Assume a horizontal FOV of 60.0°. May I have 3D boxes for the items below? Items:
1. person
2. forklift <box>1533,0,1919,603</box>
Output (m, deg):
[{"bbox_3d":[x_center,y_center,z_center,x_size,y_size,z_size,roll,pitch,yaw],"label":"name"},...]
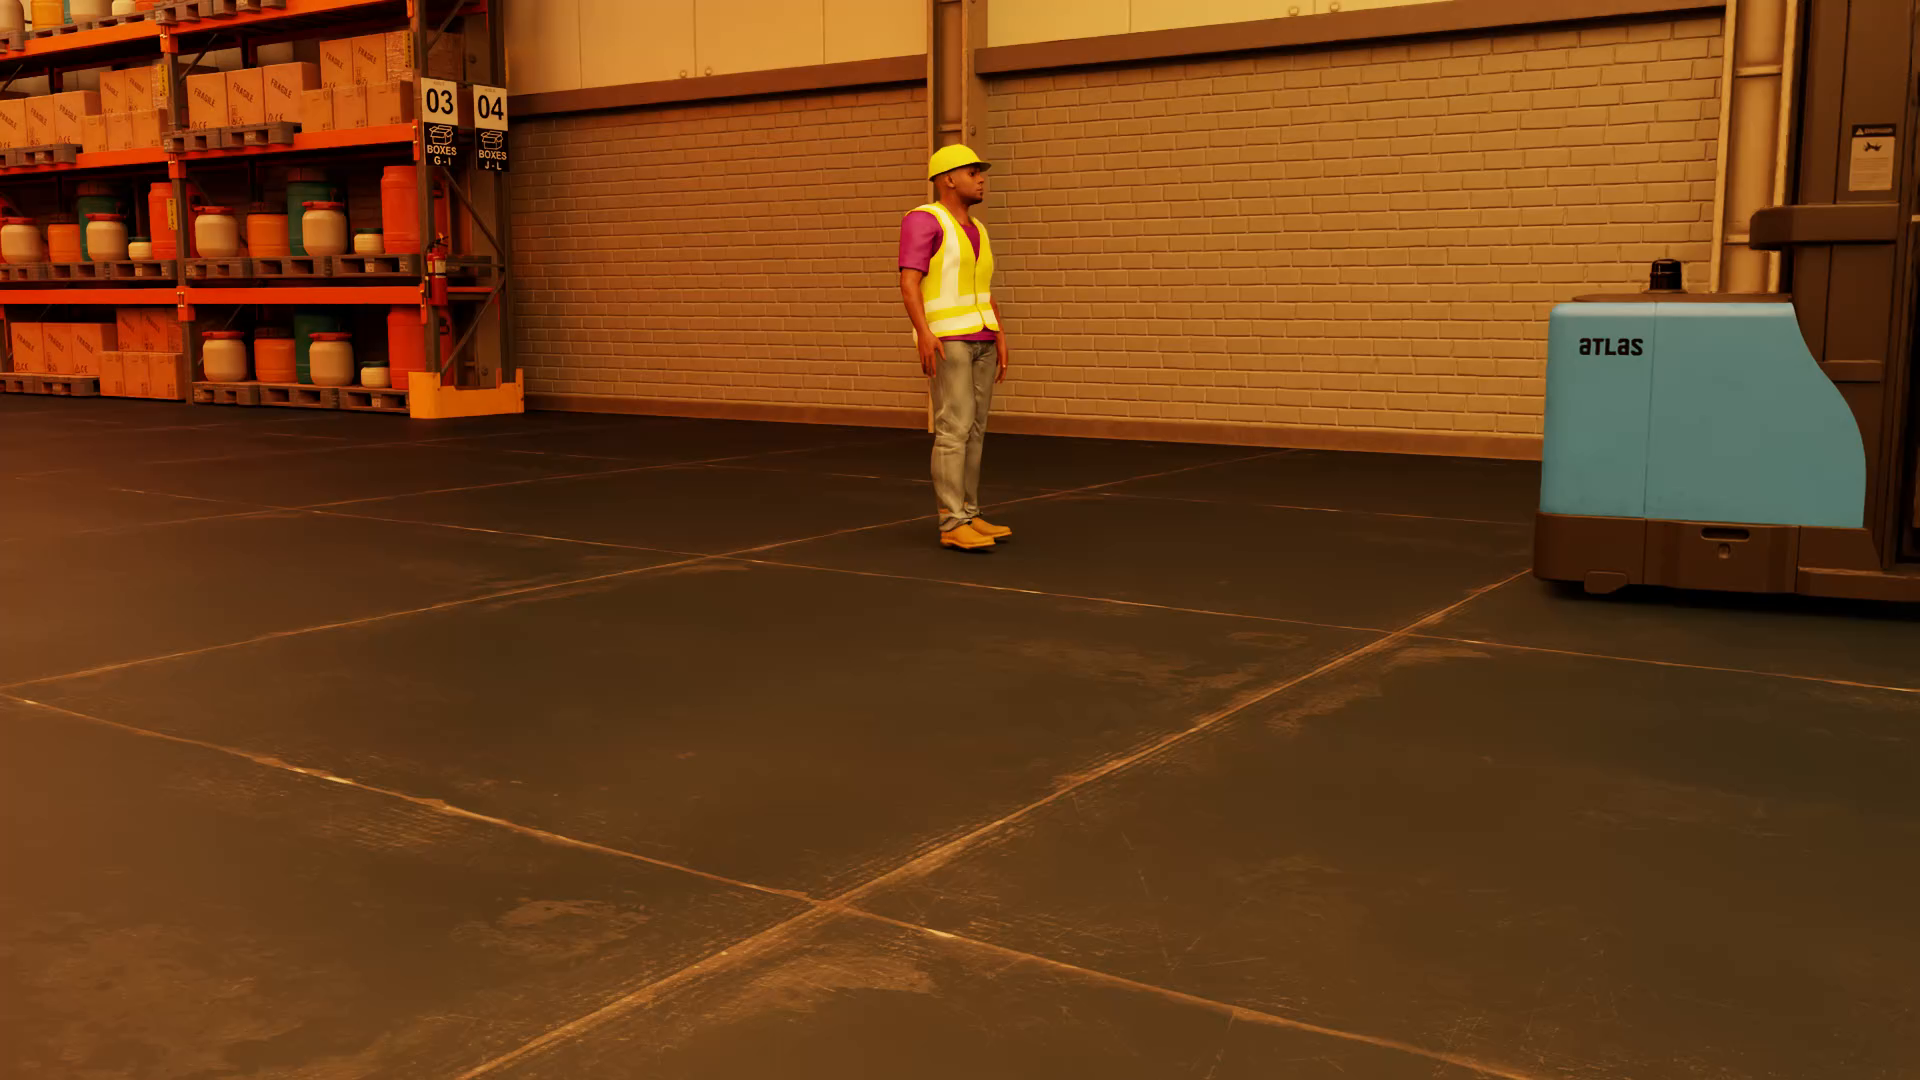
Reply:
[{"bbox_3d":[0.055,-0.875,7.435,0.575,1.768,0.665,5,10,34],"label":"person"},{"bbox_3d":[3.692,-1.225,5.804,3.031,2.935,1.130,3,9,22],"label":"forklift"}]
